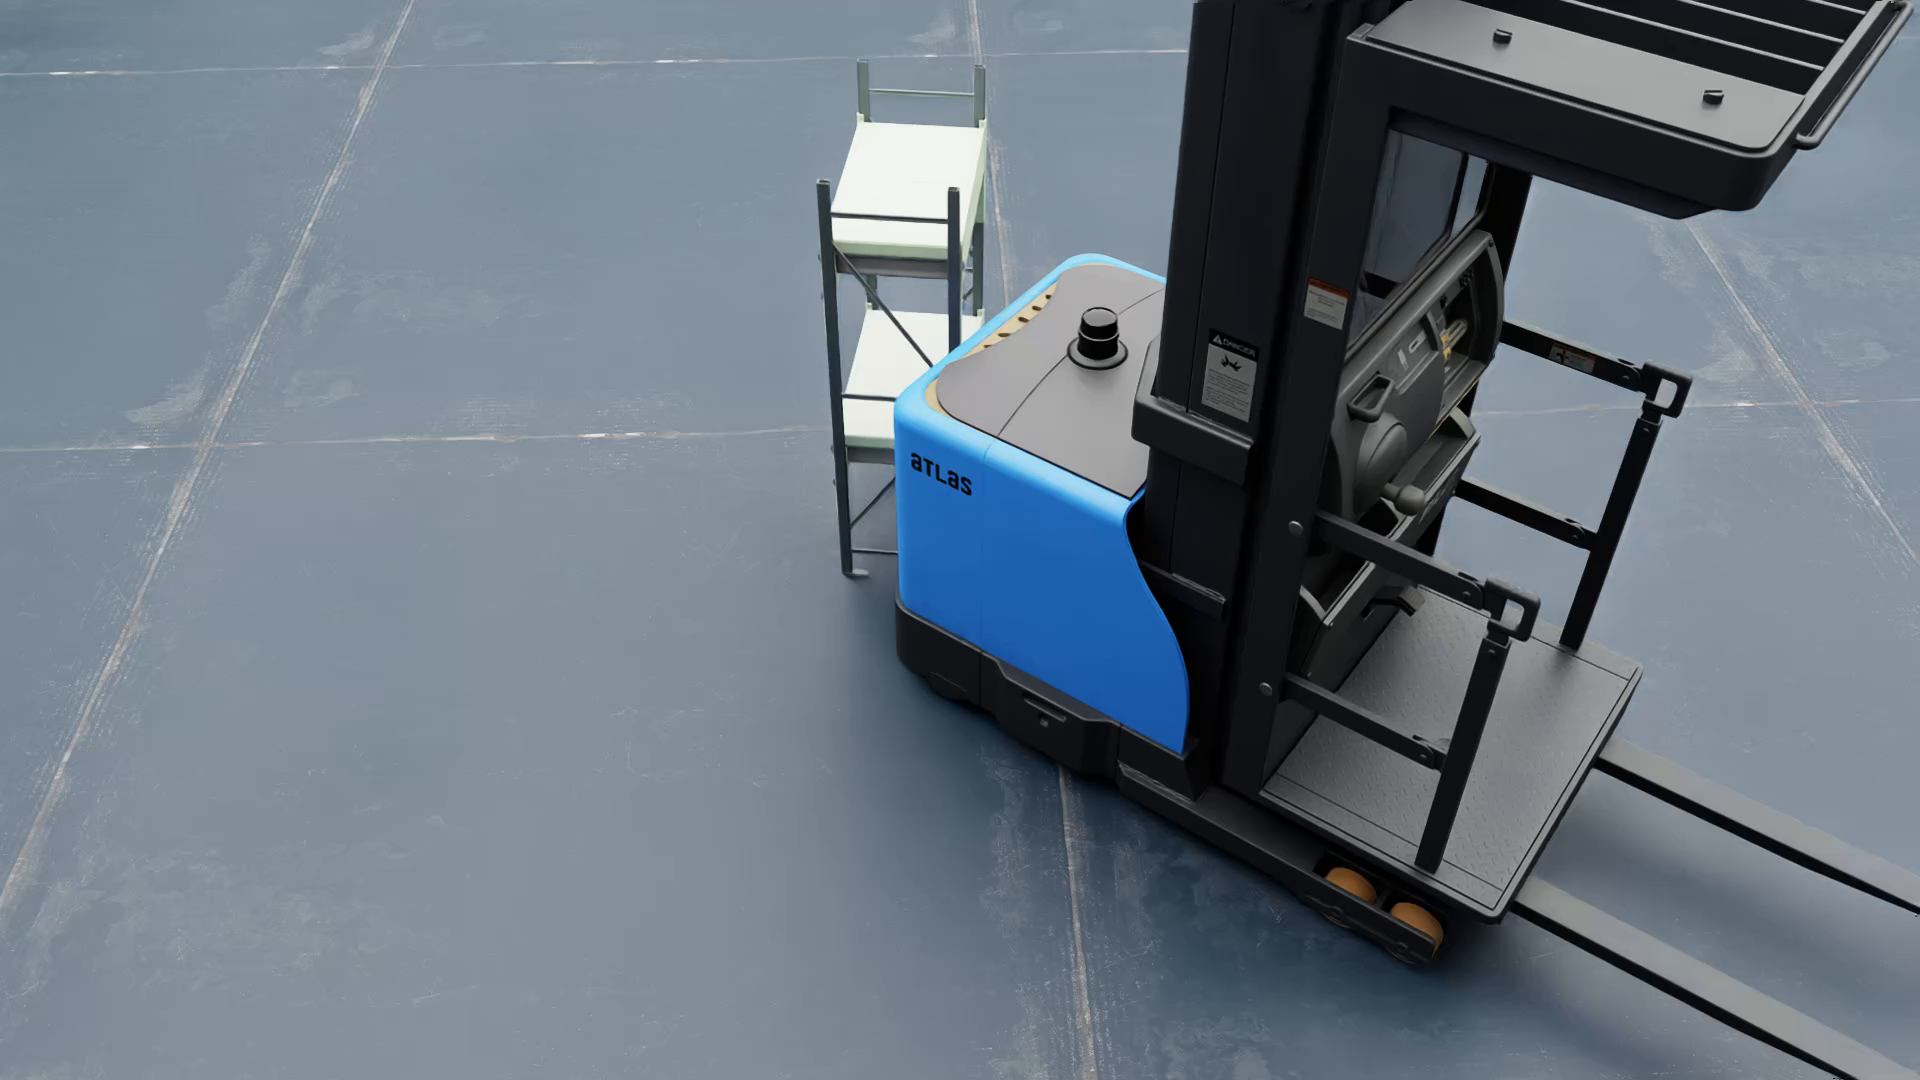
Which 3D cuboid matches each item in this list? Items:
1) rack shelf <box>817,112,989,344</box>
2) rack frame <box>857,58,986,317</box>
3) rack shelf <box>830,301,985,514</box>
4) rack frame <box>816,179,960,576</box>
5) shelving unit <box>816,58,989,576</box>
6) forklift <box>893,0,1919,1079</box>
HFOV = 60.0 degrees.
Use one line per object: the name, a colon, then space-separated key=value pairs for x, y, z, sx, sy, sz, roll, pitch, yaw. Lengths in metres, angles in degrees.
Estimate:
rack shelf: x=-0.159 y=-0.963 z=5.113 sx=0.431 sy=0.370 sz=0.720 roll=4 pitch=43 yaw=5
rack frame: x=-0.120 y=-0.921 z=5.645 sx=0.400 sy=1.500 sz=0.023 roll=4 pitch=43 yaw=5
rack shelf: x=-0.159 y=-0.435 z=5.597 sx=0.431 sy=0.370 sz=0.720 roll=4 pitch=43 yaw=5
rack frame: x=-0.199 y=-0.429 z=5.109 sx=0.400 sy=1.500 sz=0.023 roll=4 pitch=43 yaw=5
shelving unit: x=-0.159 y=-0.675 z=5.377 sx=0.431 sy=1.500 sz=0.755 roll=4 pitch=43 yaw=5
forklift: x=1.286 y=-0.348 z=3.960 sx=3.031 sy=2.935 sz=1.130 roll=26 pitch=49 yaw=26
